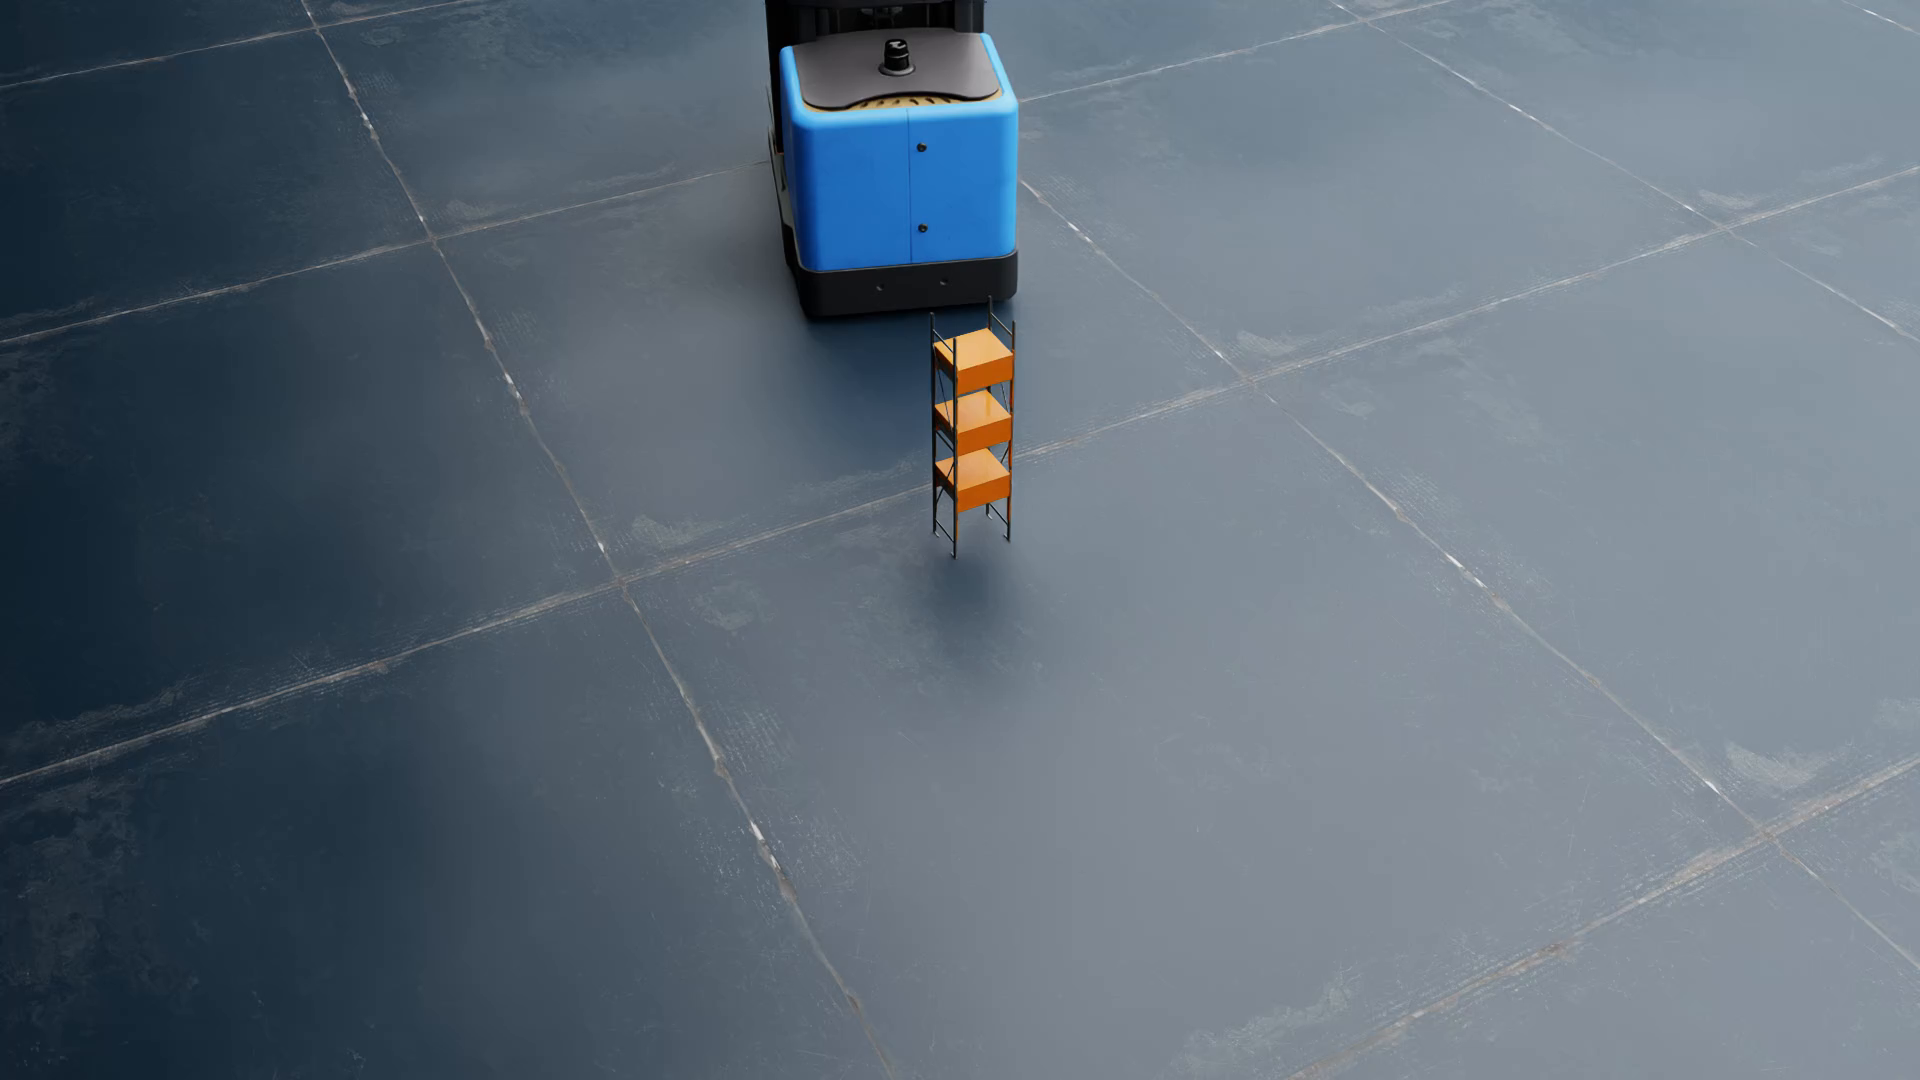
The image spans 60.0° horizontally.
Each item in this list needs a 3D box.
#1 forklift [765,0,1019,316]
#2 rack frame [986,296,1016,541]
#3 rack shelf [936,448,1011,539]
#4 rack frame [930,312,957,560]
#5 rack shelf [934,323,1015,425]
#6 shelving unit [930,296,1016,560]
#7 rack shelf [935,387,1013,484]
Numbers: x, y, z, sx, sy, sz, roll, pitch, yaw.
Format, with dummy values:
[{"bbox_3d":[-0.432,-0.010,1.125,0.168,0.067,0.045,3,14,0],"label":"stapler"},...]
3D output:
[{"bbox_3d":[-0.463,-3.135,8.185,1.130,2.935,3.031,-6,41,-7],"label":"forklift"},{"bbox_3d":[0.156,-0.453,6.473,0.008,1.050,0.200,-19,44,-21],"label":"rack frame"},{"bbox_3d":[0.047,-0.196,6.616,0.240,0.259,0.215,-19,44,-21],"label":"rack shelf"},{"bbox_3d":[-0.061,-0.380,6.387,0.008,1.050,0.200,-19,44,-21],"label":"rack frame"},{"bbox_3d":[0.047,-0.625,6.253,0.240,0.259,0.215,-19,44,-21],"label":"rack shelf"},{"bbox_3d":[0.047,-0.417,6.430,0.252,1.050,0.215,-19,44,-21],"label":"shelving unit"},{"bbox_3d":[0.047,-0.409,6.437,0.240,0.259,0.215,-19,44,-21],"label":"rack shelf"}]
